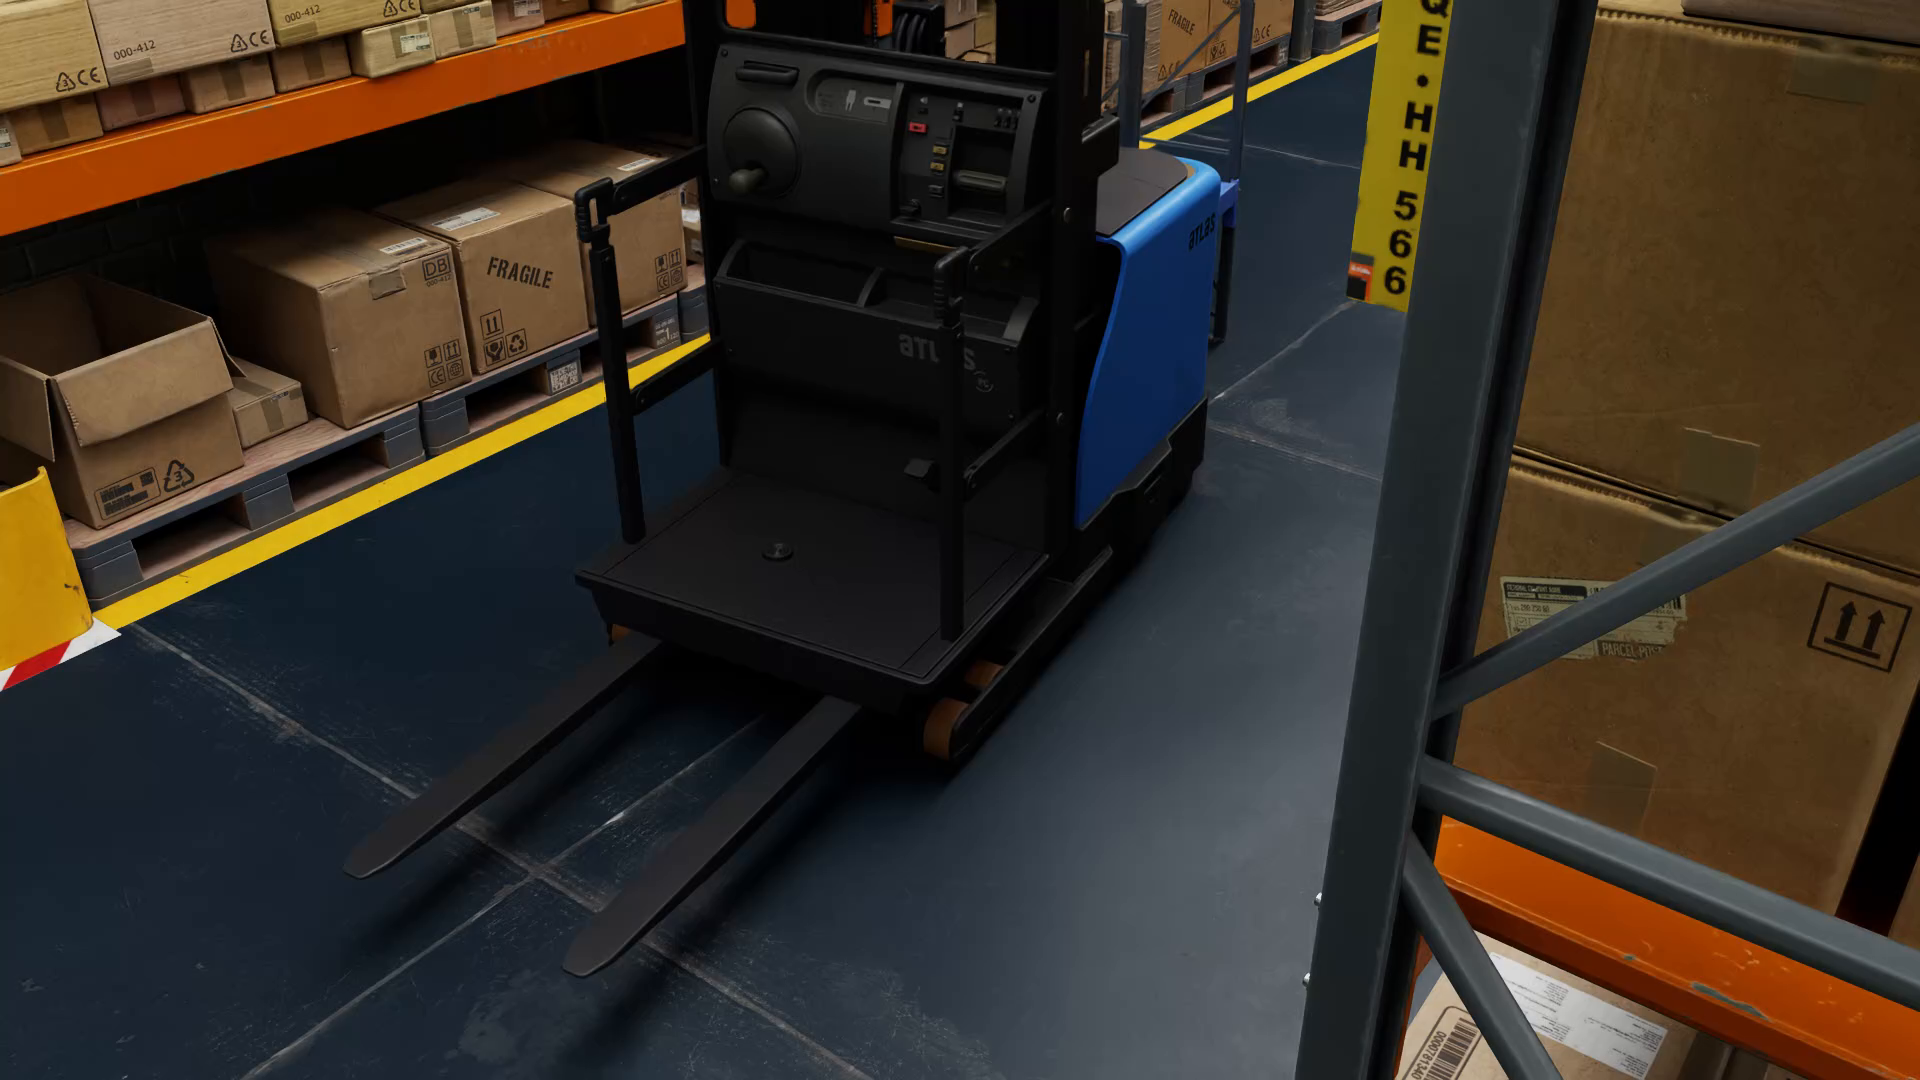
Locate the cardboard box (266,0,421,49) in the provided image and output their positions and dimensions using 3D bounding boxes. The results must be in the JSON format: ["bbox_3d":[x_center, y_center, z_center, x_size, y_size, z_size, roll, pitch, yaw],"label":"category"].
[{"bbox_3d":[-2.011,-1.700,5.031,0.500,0.250,0.500,20,36,30],"label":"cardboard box"}]

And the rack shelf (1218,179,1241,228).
[{"bbox_3d":[0.585,-1.111,6.006,0.538,0.185,1.000,15,34,24],"label":"rack shelf"}]

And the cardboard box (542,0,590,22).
[{"bbox_3d":[-1.518,-1.926,5.805,0.380,0.149,0.250,22,37,32],"label":"cardboard box"}]

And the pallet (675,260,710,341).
[{"bbox_3d":[-1.108,-1.270,7.186,1.003,0.211,1.213,21,37,31],"label":"pallet"}]

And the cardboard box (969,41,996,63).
[{"bbox_3d":[0.093,-2.201,8.061,0.500,0.500,0.500,21,36,31],"label":"cardboard box"}]

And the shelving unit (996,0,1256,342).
[{"bbox_3d":[0.585,-1.266,5.915,0.538,1.500,1.048,15,34,24],"label":"shelving unit"}]

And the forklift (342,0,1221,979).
[{"bbox_3d":[-0.329,-0.951,3.980,1.130,2.935,3.031,15,34,24],"label":"forklift"}]

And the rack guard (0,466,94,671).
[{"bbox_3d":[-3.061,-0.078,4.892,1.175,0.500,0.348,21,37,31],"label":"rack guard"}]

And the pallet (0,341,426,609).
[{"bbox_3d":[-2.581,-0.278,5.513,1.003,0.211,1.213,21,37,31],"label":"pallet"}]

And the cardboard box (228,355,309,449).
[{"bbox_3d":[-2.375,-0.457,5.464,0.380,0.149,0.250,20,36,29],"label":"cardboard box"}]

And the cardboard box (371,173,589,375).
[{"bbox_3d":[-1.716,-0.967,5.980,0.500,0.500,0.500,22,37,32],"label":"cardboard box"}]

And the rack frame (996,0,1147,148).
[{"bbox_3d":[0.343,-1.038,5.530,0.500,1.500,0.032,15,34,24],"label":"rack frame"}]

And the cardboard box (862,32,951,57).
[{"bbox_3d":[-0.264,-2.197,7.419,0.380,0.149,0.250,23,38,33],"label":"cardboard box"}]

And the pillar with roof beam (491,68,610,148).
[{"bbox_3d":[1.601,-3.999,3.171,9.100,9.000,0.400,21,37,31],"label":"pillar with roof beam"}]

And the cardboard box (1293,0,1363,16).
[{"bbox_3d":[2.110,-3.783,10.608,0.875,0.625,0.625,22,37,33],"label":"cardboard box"}]

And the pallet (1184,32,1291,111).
[{"bbox_3d":[1.241,-2.883,9.908,1.003,0.211,1.213,21,37,31],"label":"pallet"}]

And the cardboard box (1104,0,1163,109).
[{"bbox_3d":[0.715,-2.611,8.754,0.500,0.500,0.500,20,36,30],"label":"cardboard box"}]

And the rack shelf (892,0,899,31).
[{"bbox_3d":[0.515,-3.252,8.501,1.077,0.370,4.000,21,37,31],"label":"rack shelf"}]

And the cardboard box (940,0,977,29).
[{"bbox_3d":[-0.145,-2.445,7.546,0.380,0.149,0.250,19,36,29],"label":"cardboard box"}]

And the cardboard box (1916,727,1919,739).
[{"bbox_3d":[1.248,-0.117,2.407,0.500,0.500,0.500,20,36,30],"label":"cardboard box"}]

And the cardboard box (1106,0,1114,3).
[{"bbox_3d":[0.614,-2.866,8.547,0.380,0.149,0.250,21,37,31],"label":"cardboard box"}]

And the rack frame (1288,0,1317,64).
[{"bbox_3d":[1.722,-4.375,9.689,1.000,3.000,0.127,21,37,31],"label":"rack frame"}]

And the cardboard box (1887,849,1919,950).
[{"bbox_3d":[1.371,0.253,1.782,0.500,0.500,0.500,21,36,31],"label":"cardboard box"}]

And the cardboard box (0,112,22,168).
[{"bbox_3d":[-2.690,-1.064,4.350,0.380,0.149,0.250,21,36,31],"label":"cardboard box"}]

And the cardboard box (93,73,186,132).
[{"bbox_3d":[-2.442,-1.299,4.746,0.380,0.149,0.250,21,36,31],"label":"cardboard box"}]

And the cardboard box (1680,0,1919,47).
[{"bbox_3d":[0.910,-0.556,1.532,0.380,0.149,0.250,22,37,32],"label":"cardboard box"}]

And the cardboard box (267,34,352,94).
[{"bbox_3d":[-2.085,-1.493,5.073,0.380,0.149,0.250,22,37,32],"label":"cardboard box"}]

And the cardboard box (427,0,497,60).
[{"bbox_3d":[-1.730,-1.686,5.398,0.380,0.149,0.250,22,37,32],"label":"cardboard box"}]

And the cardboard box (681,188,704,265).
[{"bbox_3d":[-1.010,-1.291,6.756,0.396,0.266,0.258,23,37,33],"label":"cardboard box"}]

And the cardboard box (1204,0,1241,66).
[{"bbox_3d":[1.328,-3.042,9.480,0.500,0.500,0.500,21,36,31],"label":"cardboard box"}]

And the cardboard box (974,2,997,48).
[{"bbox_3d":[-0.012,-2.441,7.831,0.380,0.149,0.250,19,36,29],"label":"cardboard box"}]

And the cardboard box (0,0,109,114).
[{"bbox_3d":[-2.618,-1.288,4.336,0.500,0.250,0.500,21,37,32],"label":"cardboard box"}]
